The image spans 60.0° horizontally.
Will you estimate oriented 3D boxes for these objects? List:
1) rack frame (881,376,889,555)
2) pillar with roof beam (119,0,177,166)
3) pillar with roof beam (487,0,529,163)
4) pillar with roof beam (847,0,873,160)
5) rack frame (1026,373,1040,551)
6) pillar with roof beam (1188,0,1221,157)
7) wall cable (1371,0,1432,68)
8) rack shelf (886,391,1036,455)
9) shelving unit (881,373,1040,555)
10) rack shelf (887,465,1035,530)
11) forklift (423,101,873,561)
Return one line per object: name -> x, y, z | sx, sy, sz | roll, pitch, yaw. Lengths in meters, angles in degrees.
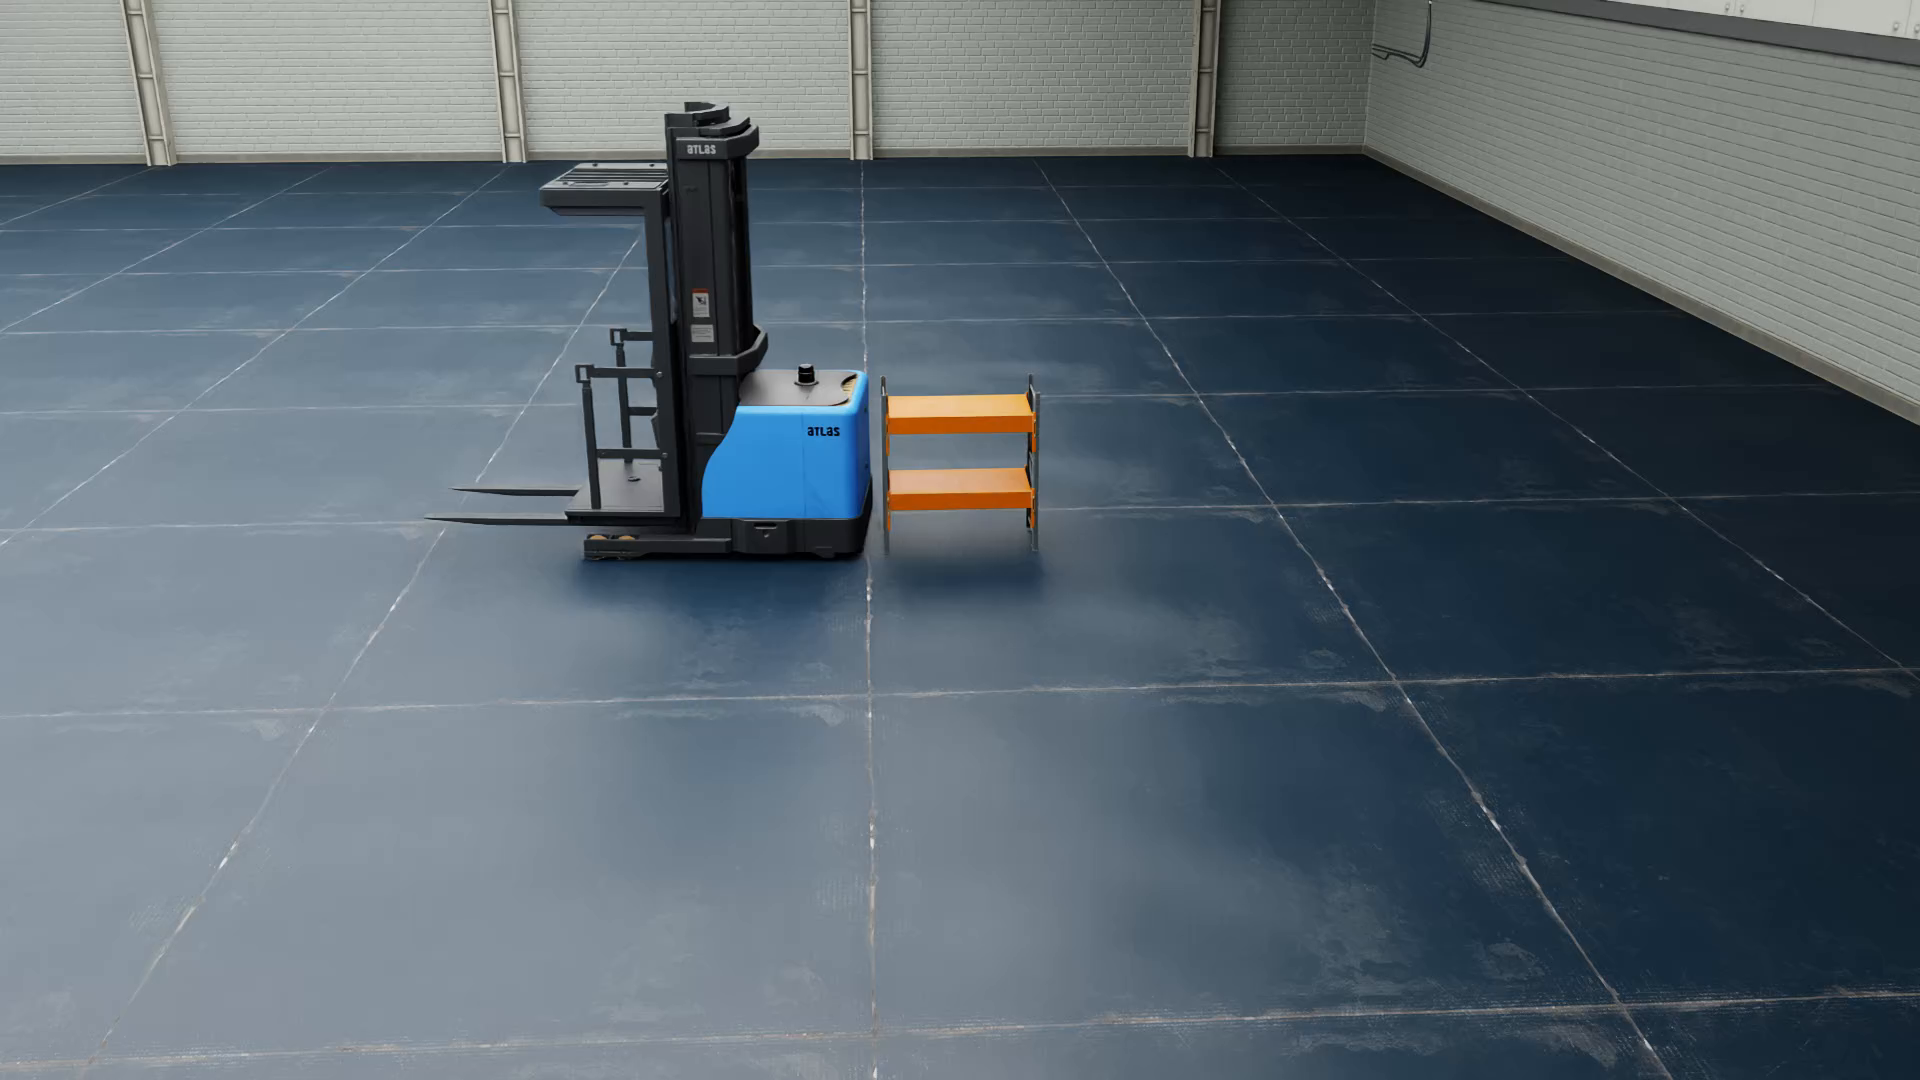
rack frame -> -0.514, -0.515, 11.393 | 0.032, 1.125, 0.500 | -1, 21, -3
pillar with roof beam -> -13.459, -9.136, 22.969 | 0.400, 9.000, 9.100 | -1, 21, -3
pillar with roof beam -> -7.469, -9.258, 23.289 | 0.400, 9.000, 9.100 | -1, 21, -3
pillar with roof beam -> -1.479, -9.379, 23.609 | 0.400, 9.000, 9.100 | -1, 21, -3
rack frame -> 0.501, -0.536, 11.448 | 0.032, 1.125, 0.500 | -1, 21, -3
pillar with roof beam -> 4.512, -9.501, 23.929 | 0.400, 9.000, 9.100 | -1, 21, -3
wall cable -> 7.282, -9.169, 27.422 | 0.112, 2.526, 3.097 | -1, 21, -3
rack shelf -> -0.007, -0.799, 11.316 | 1.000, 0.278, 0.538 | -1, 21, -3
shelving unit -> -0.007, -0.526, 11.420 | 1.048, 1.125, 0.538 | -1, 21, -3
rack shelf -> -0.007, -0.297, 11.507 | 1.000, 0.278, 0.538 | -1, 21, -3
forklift -> -2.160, -1.418, 11.226 | 3.031, 2.935, 1.130 | 1, 21, 2
